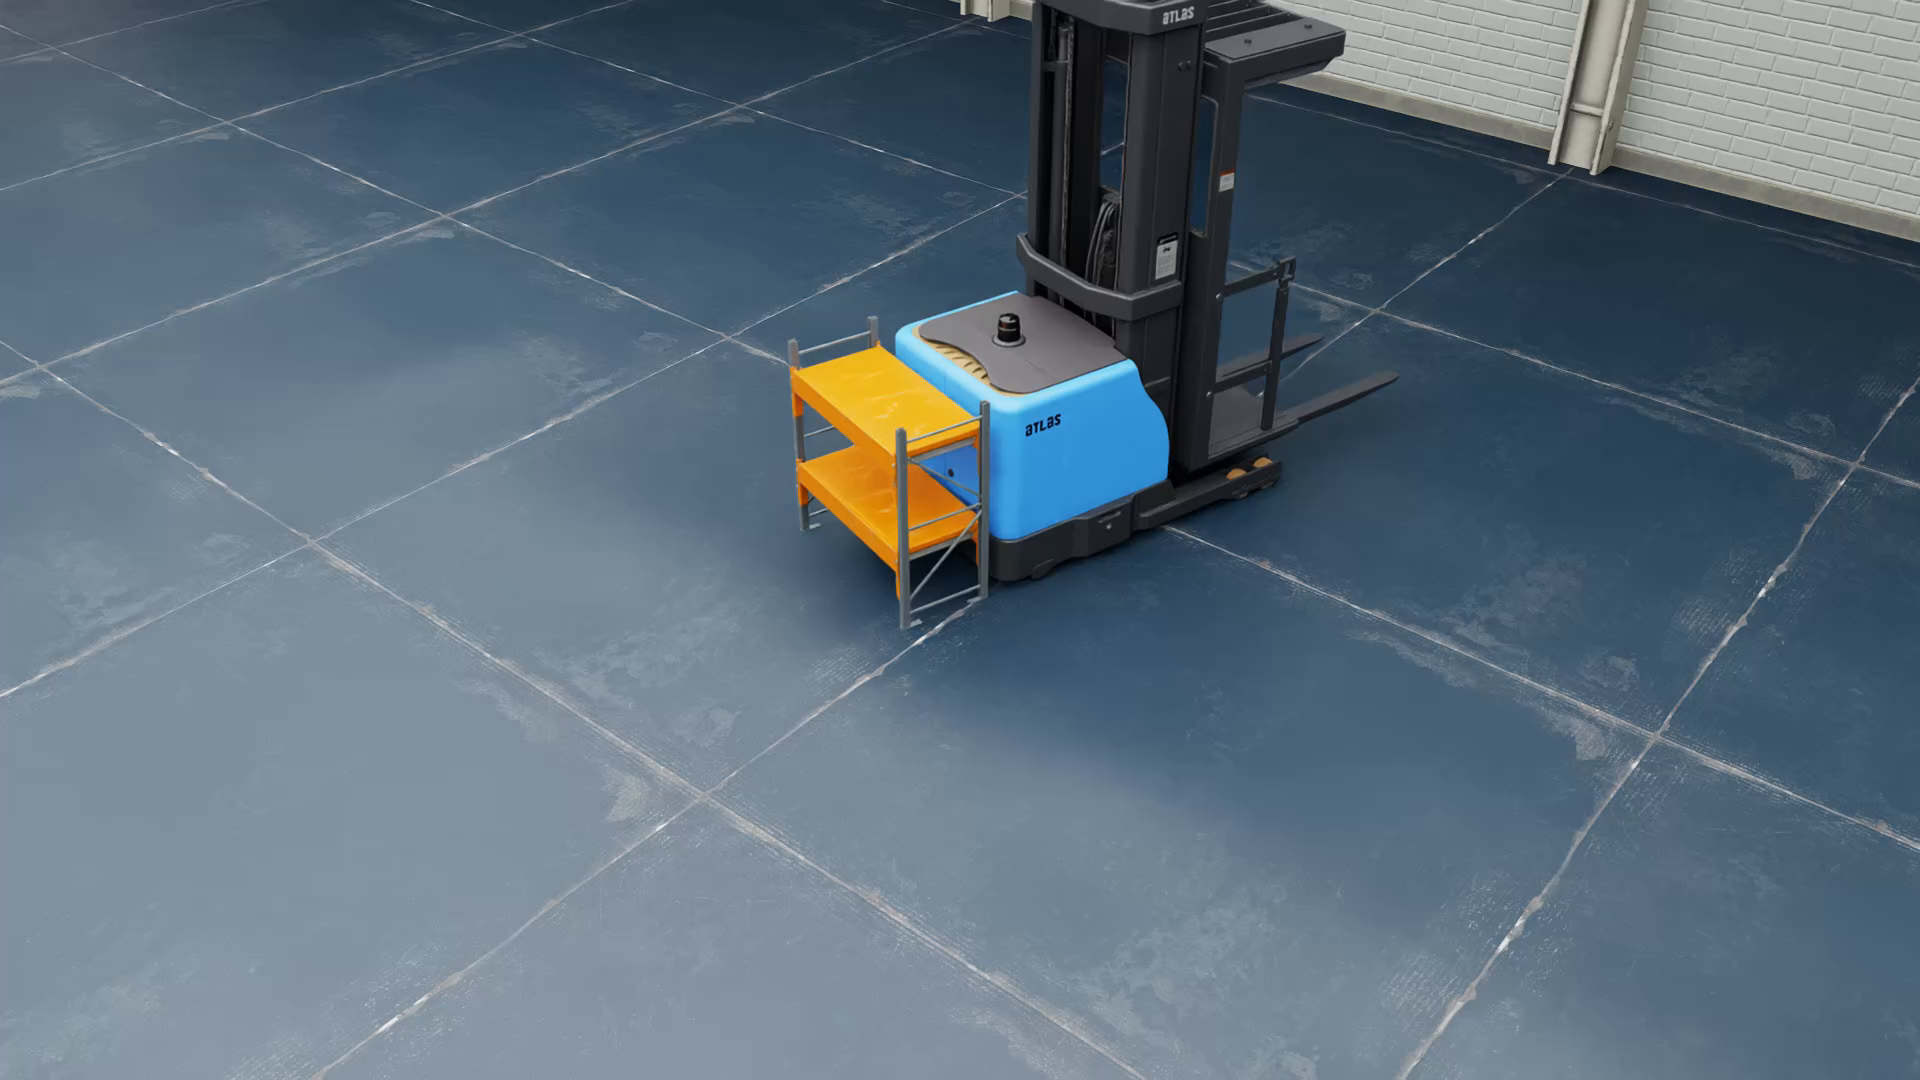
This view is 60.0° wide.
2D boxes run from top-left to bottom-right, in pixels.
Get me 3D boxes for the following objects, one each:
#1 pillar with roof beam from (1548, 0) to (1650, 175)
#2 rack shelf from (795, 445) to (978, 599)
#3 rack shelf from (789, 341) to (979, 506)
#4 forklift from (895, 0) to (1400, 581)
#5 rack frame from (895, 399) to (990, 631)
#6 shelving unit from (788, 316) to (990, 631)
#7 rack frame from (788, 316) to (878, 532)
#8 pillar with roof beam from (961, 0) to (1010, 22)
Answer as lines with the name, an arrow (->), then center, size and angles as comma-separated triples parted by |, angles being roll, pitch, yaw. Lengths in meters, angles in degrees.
pillar with roof beam -> 2.109, -4.792, 7.778 | 0.400, 9.000, 9.100 | 25, 42, 32
rack shelf -> -0.354, -0.145, 8.400 | 0.538, 0.278, 1.000 | -20, 39, -27
rack shelf -> -0.354, -0.588, 8.095 | 0.538, 0.278, 1.000 | -20, 39, -27
forklift -> 1.154, -1.654, 8.569 | 3.031, 2.935, 1.130 | -22, 40, -28
rack frame -> -0.076, -0.106, 7.911 | 0.500, 1.125, 0.032 | -20, 39, -27
shelving unit -> -0.354, -0.347, 8.261 | 0.538, 1.125, 1.048 | -20, 39, -27
rack frame -> -0.633, -0.587, 8.612 | 0.500, 1.125, 0.032 | -20, 39, -27
pillar with roof beam -> -2.503, -6.965, 10.943 | 0.400, 9.000, 9.100 | 25, 42, 32
